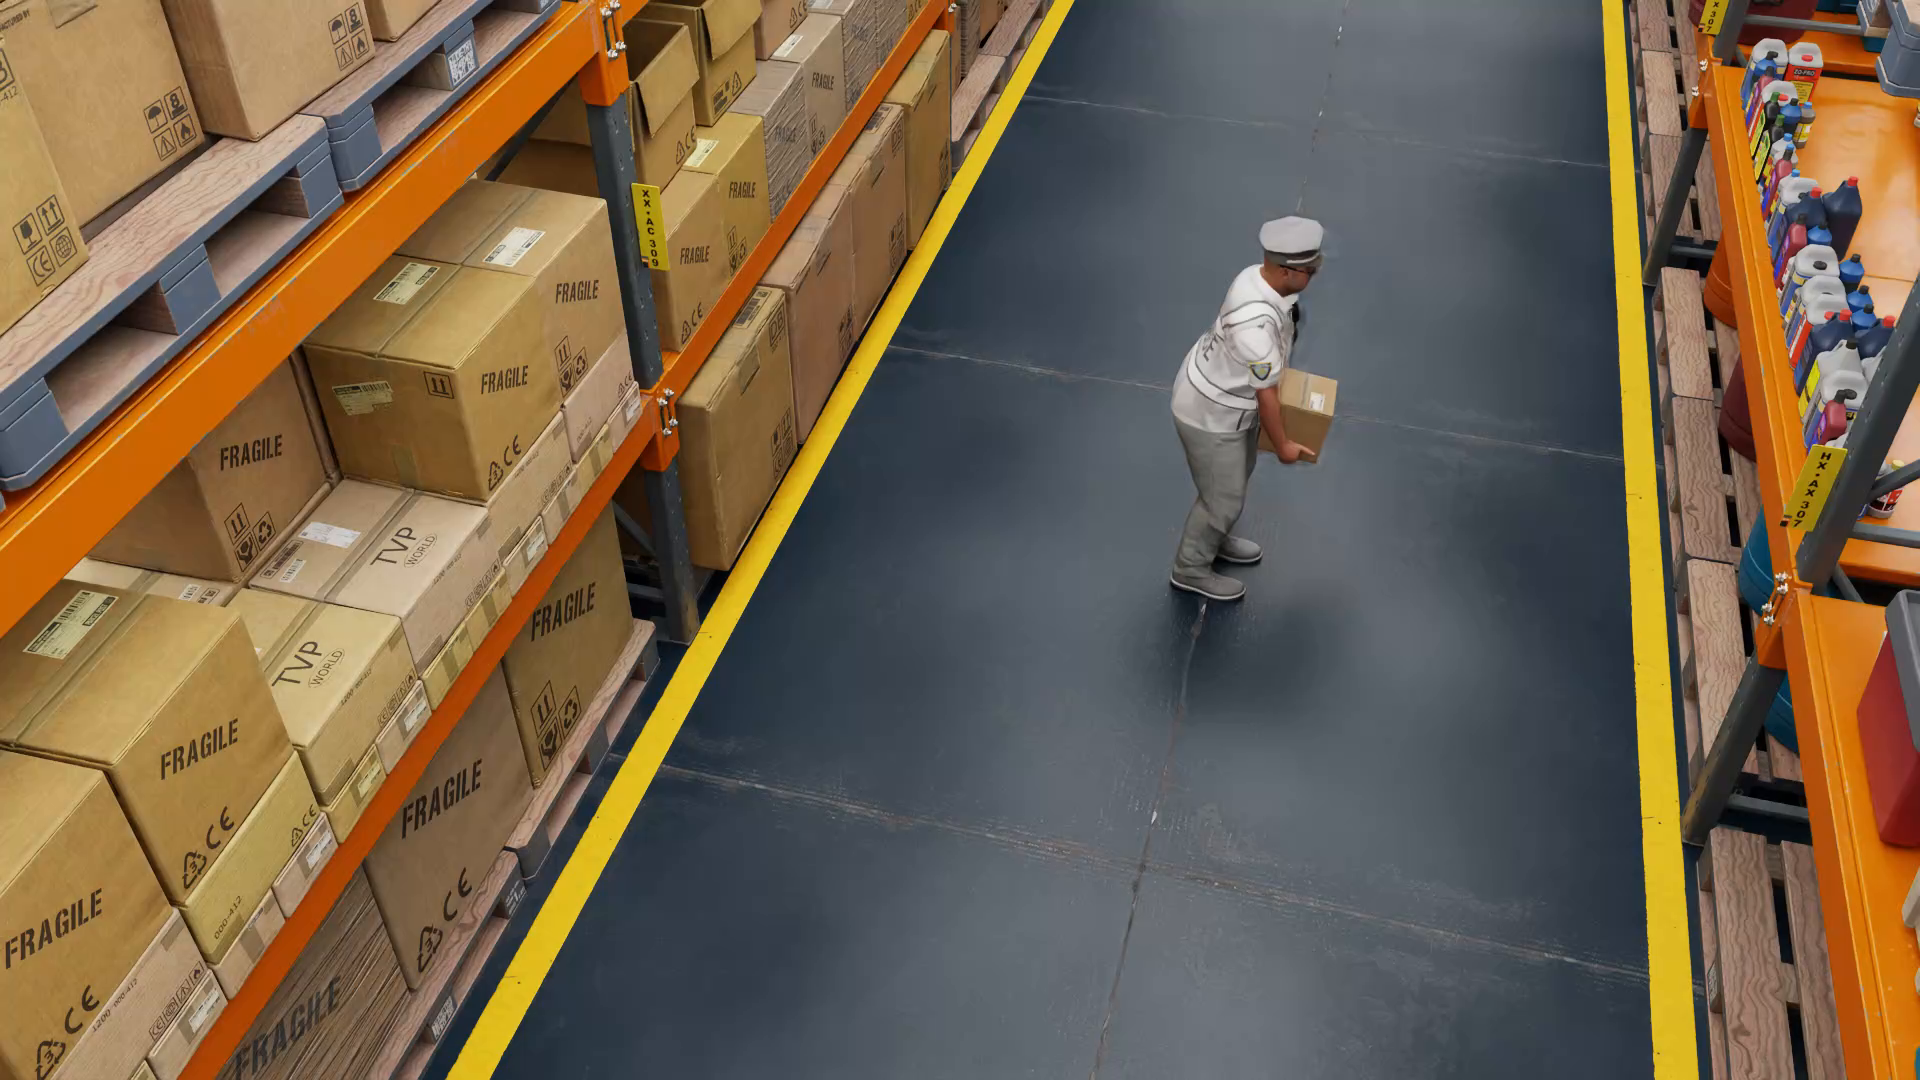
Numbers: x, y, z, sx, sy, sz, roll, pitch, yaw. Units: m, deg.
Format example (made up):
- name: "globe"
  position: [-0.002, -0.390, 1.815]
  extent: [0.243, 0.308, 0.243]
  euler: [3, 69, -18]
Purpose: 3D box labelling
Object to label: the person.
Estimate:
- name: "person"
  position: [1.165, -0.527, 6.794]
  extent: [0.604, 1.722, 0.478]
  euler: [9, 42, 11]
